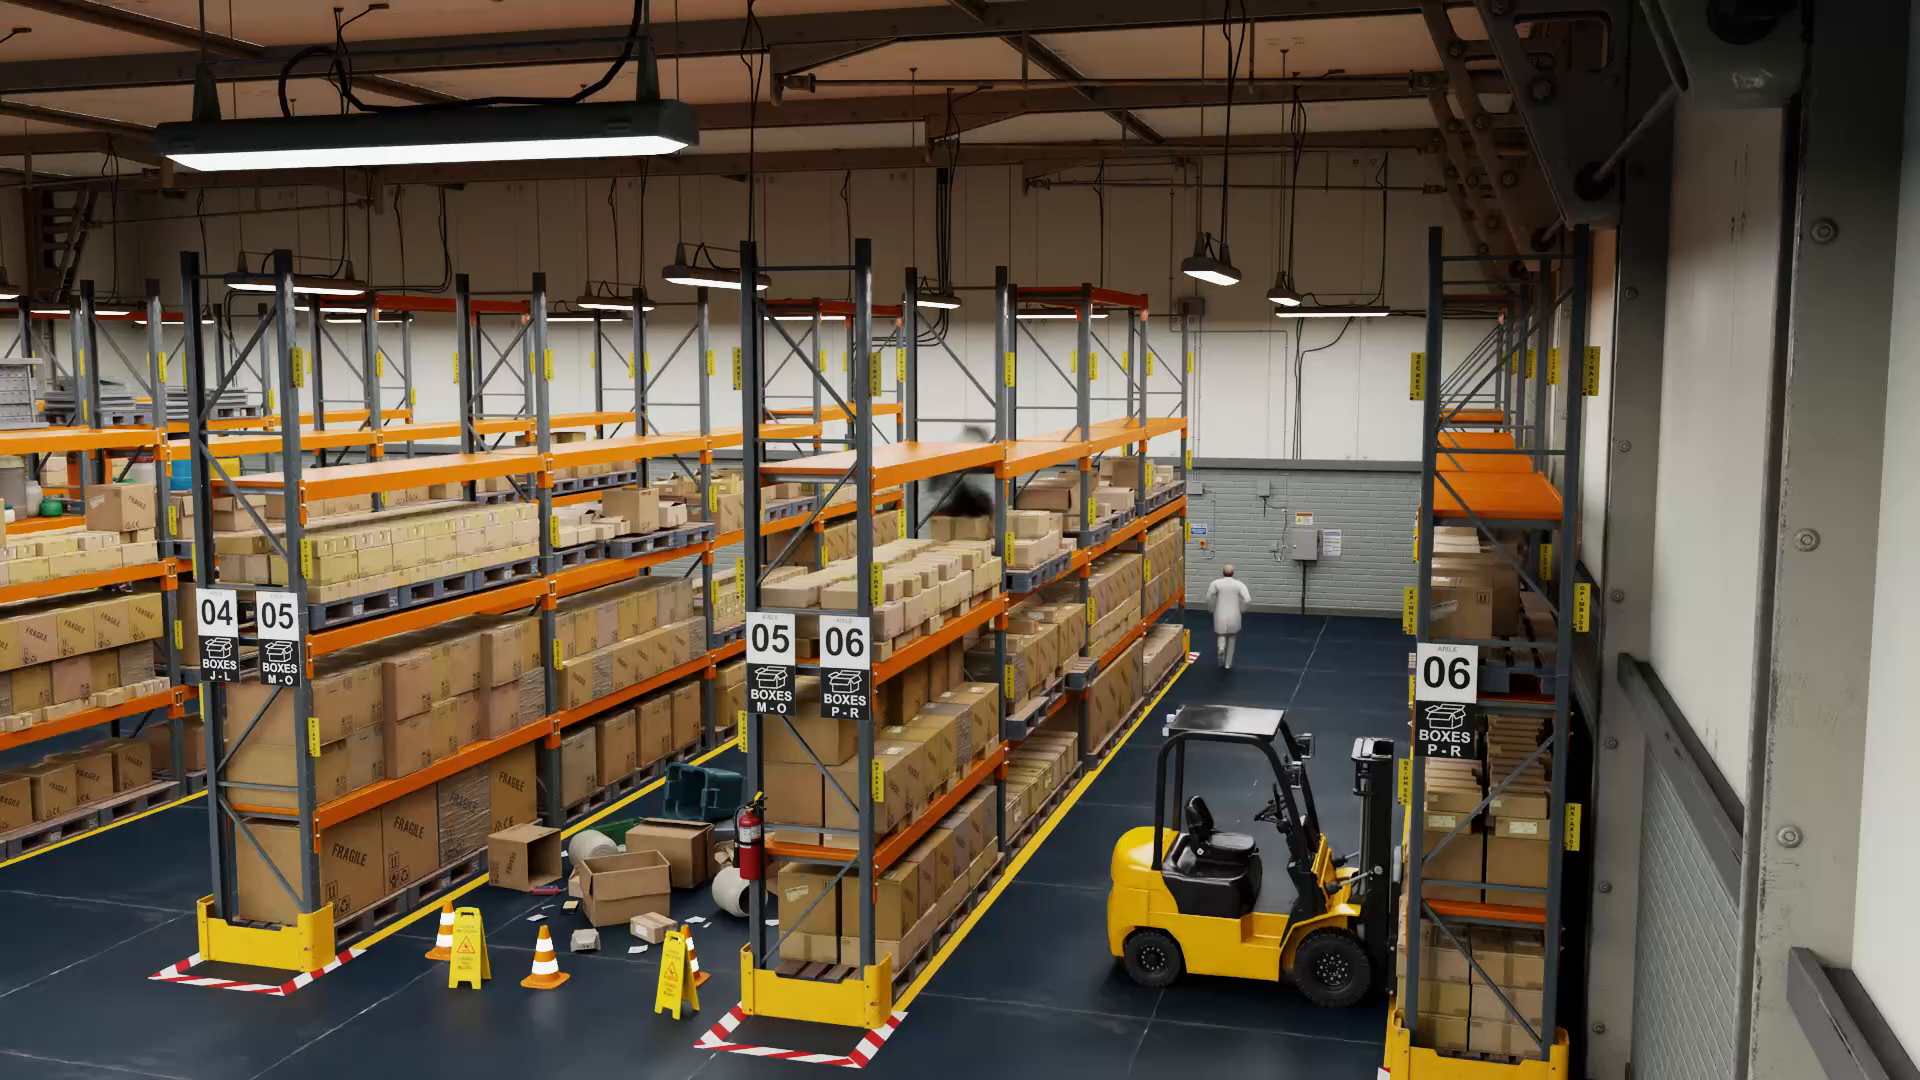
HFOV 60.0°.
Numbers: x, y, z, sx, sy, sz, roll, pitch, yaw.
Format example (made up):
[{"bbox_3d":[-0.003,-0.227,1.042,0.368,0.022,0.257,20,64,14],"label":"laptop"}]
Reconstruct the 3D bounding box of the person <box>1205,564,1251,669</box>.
[{"bbox_3d":[4.376,1.260,27.198,0.736,1.729,0.718,1,7,11],"label":"person"}]
